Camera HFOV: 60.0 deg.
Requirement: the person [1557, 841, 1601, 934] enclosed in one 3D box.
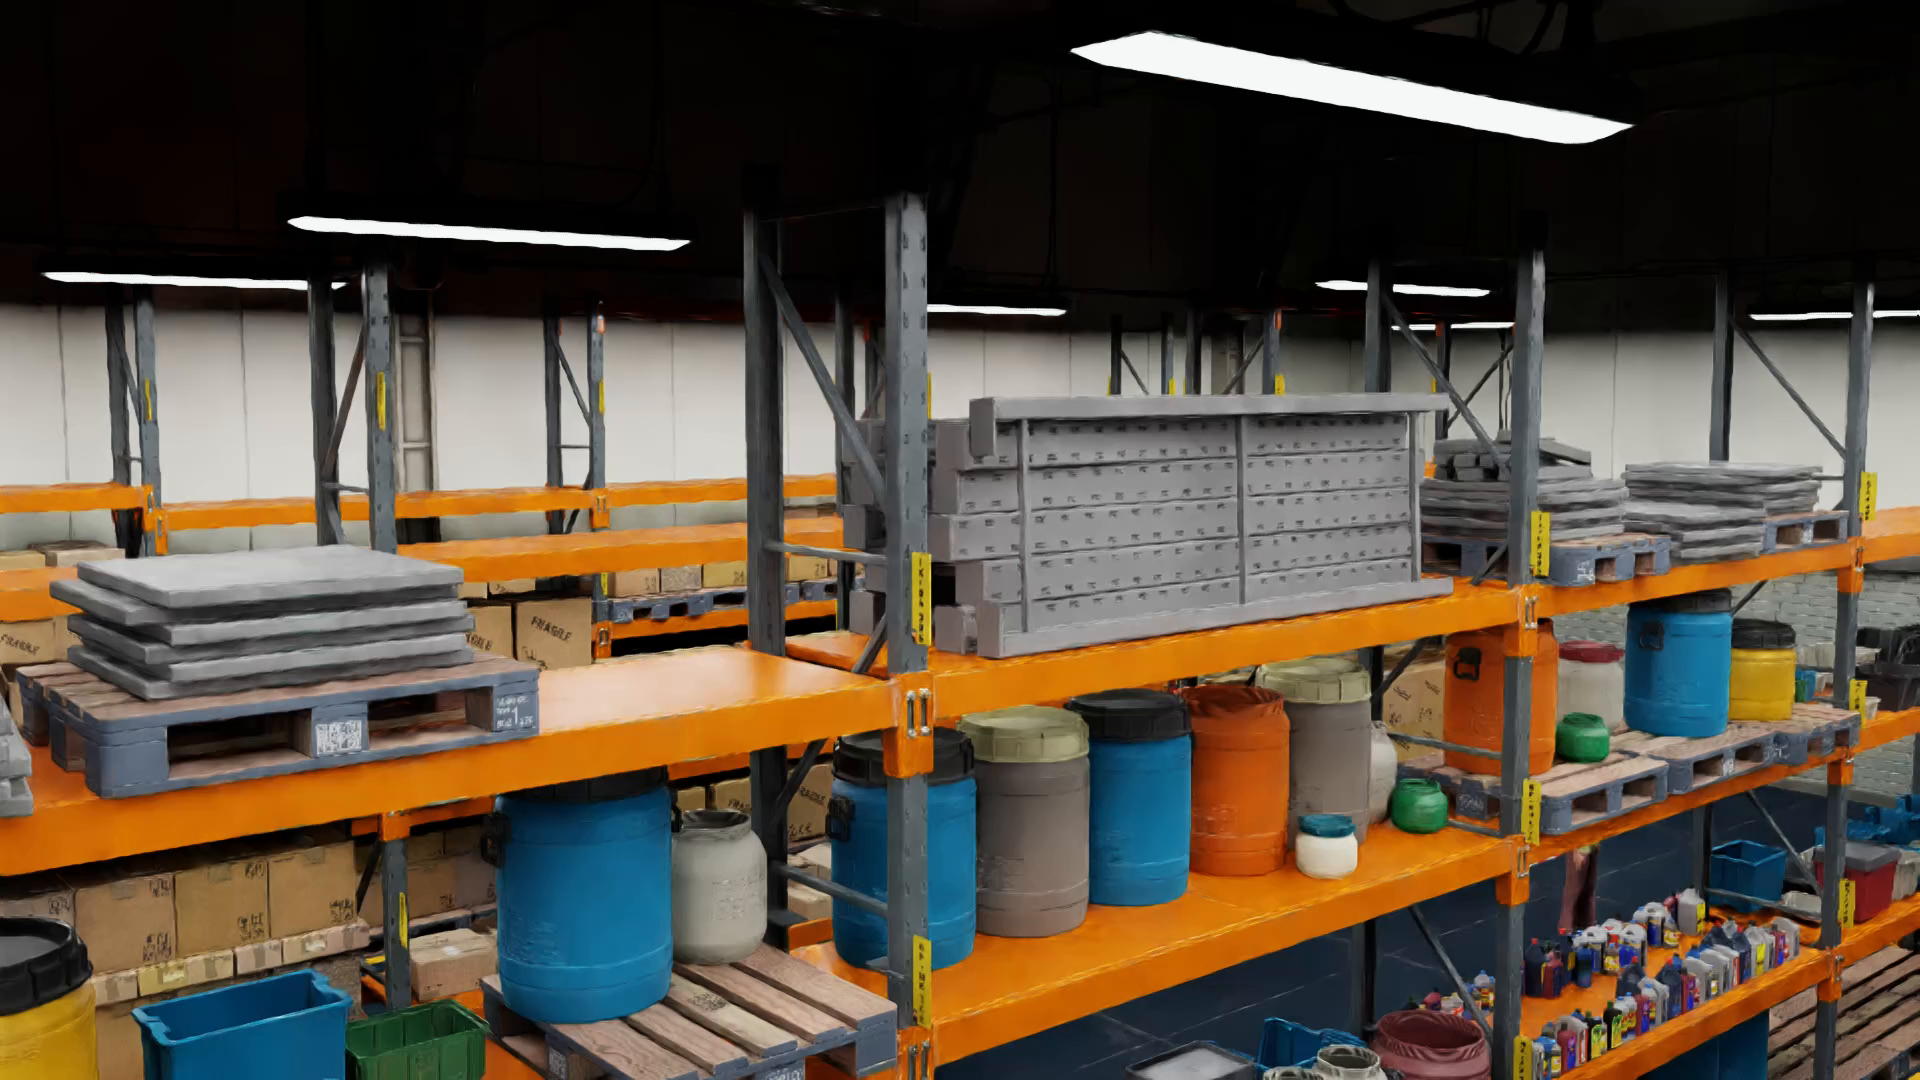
[{"bbox_3d":[5.739,2.844,15.276,0.380,1.681,0.589,4,7,39],"label":"person"}]
